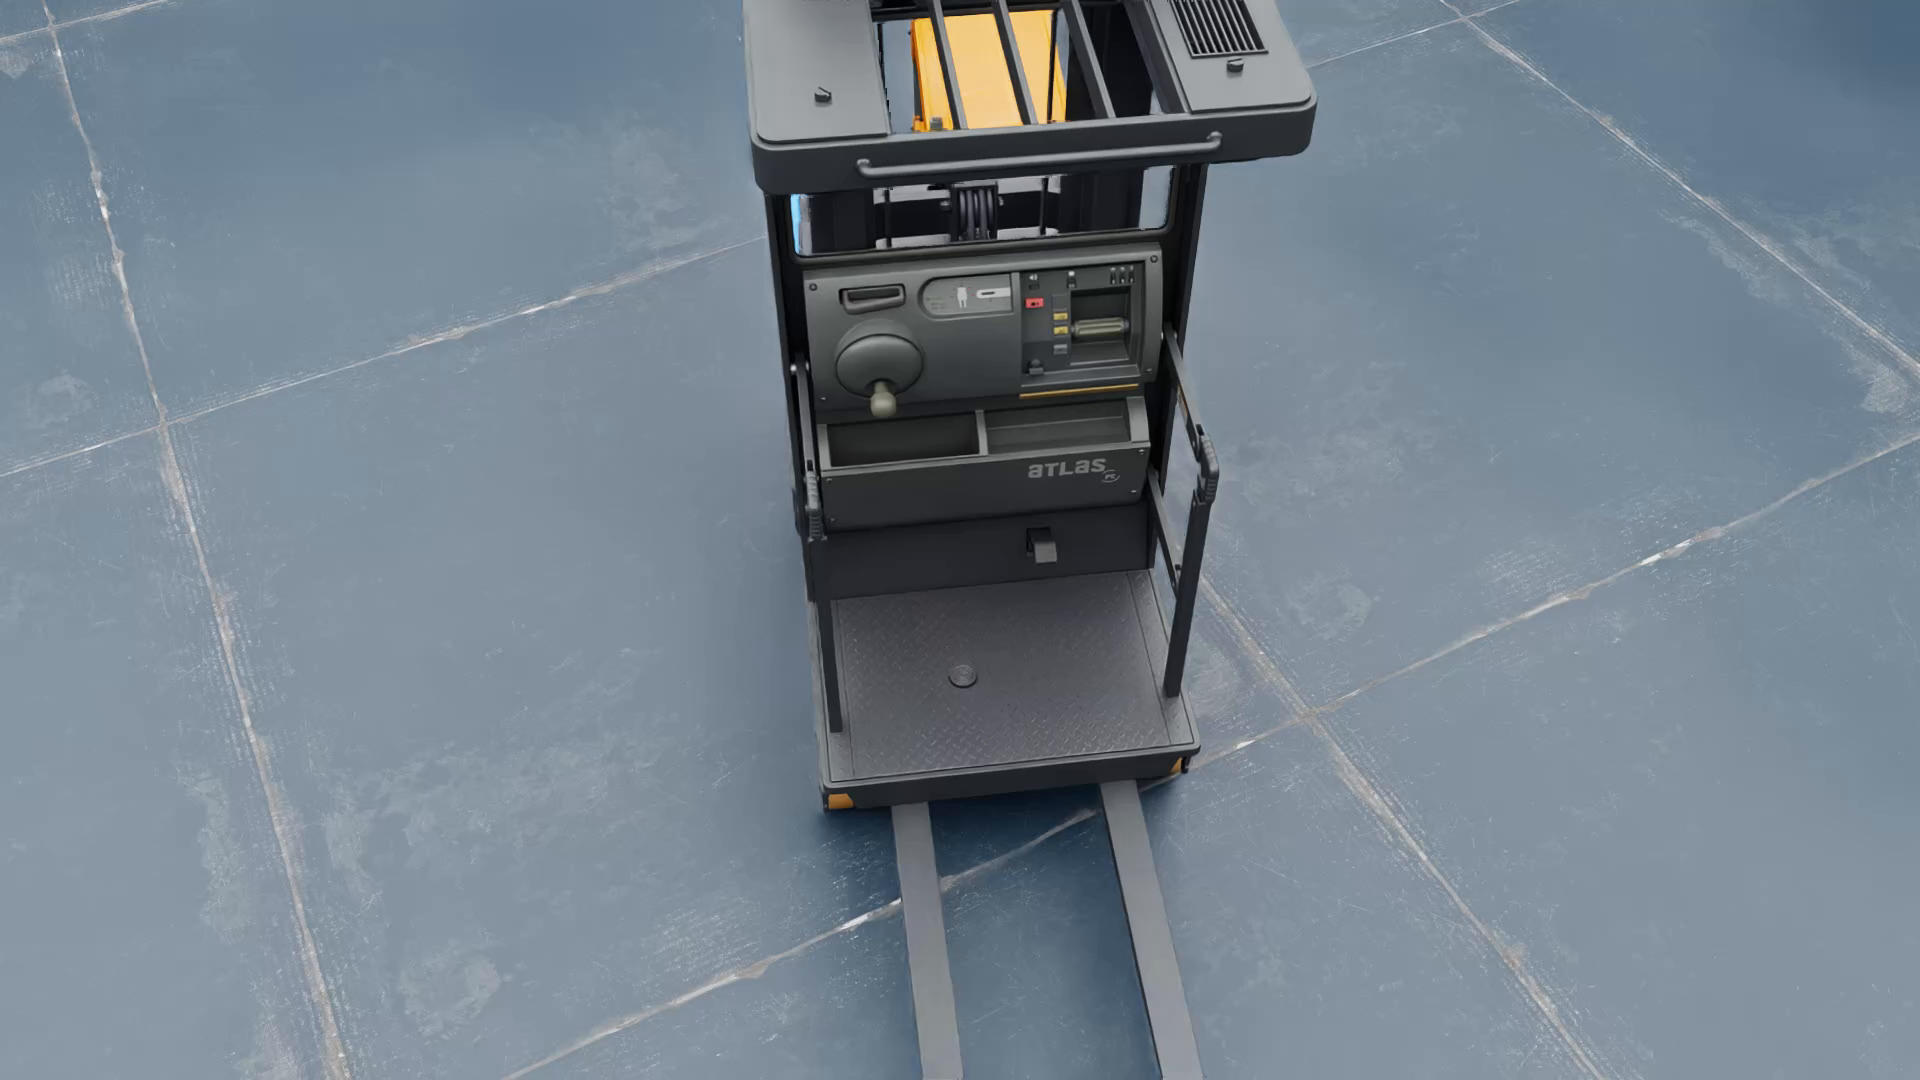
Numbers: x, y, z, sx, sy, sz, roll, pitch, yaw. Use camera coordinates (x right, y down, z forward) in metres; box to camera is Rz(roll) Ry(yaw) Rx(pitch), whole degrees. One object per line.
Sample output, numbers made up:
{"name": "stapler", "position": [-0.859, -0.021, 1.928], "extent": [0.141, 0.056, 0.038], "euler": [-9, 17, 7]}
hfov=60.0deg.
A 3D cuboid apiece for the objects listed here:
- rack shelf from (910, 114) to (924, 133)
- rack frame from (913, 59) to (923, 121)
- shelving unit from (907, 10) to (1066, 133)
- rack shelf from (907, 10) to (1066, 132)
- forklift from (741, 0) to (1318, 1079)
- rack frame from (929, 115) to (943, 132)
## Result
{"name": "rack shelf", "position": [0.108, -1.251, 6.421], "extent": [0.538, 0.278, 1.000], "euler": [-4, 49, -3]}
{"name": "rack frame", "position": [0.066, -1.793, 6.571], "extent": [0.500, 1.125, 0.032], "euler": [-4, 49, -3]}
{"name": "shelving unit", "position": [0.108, -1.412, 6.237], "extent": [0.538, 1.125, 1.048], "euler": [-4, 49, -3]}
{"name": "rack shelf", "position": [0.108, -1.604, 6.017], "extent": [0.538, 0.278, 1.000], "euler": [-4, 49, -3]}
{"name": "forklift", "position": [0.096, -0.439, 4.187], "extent": [1.130, 2.935, 3.031], "euler": [-5, 49, -5]}
{"name": "rack frame", "position": [0.149, -1.030, 5.904], "extent": [0.500, 1.125, 0.032], "euler": [-4, 49, -3]}
